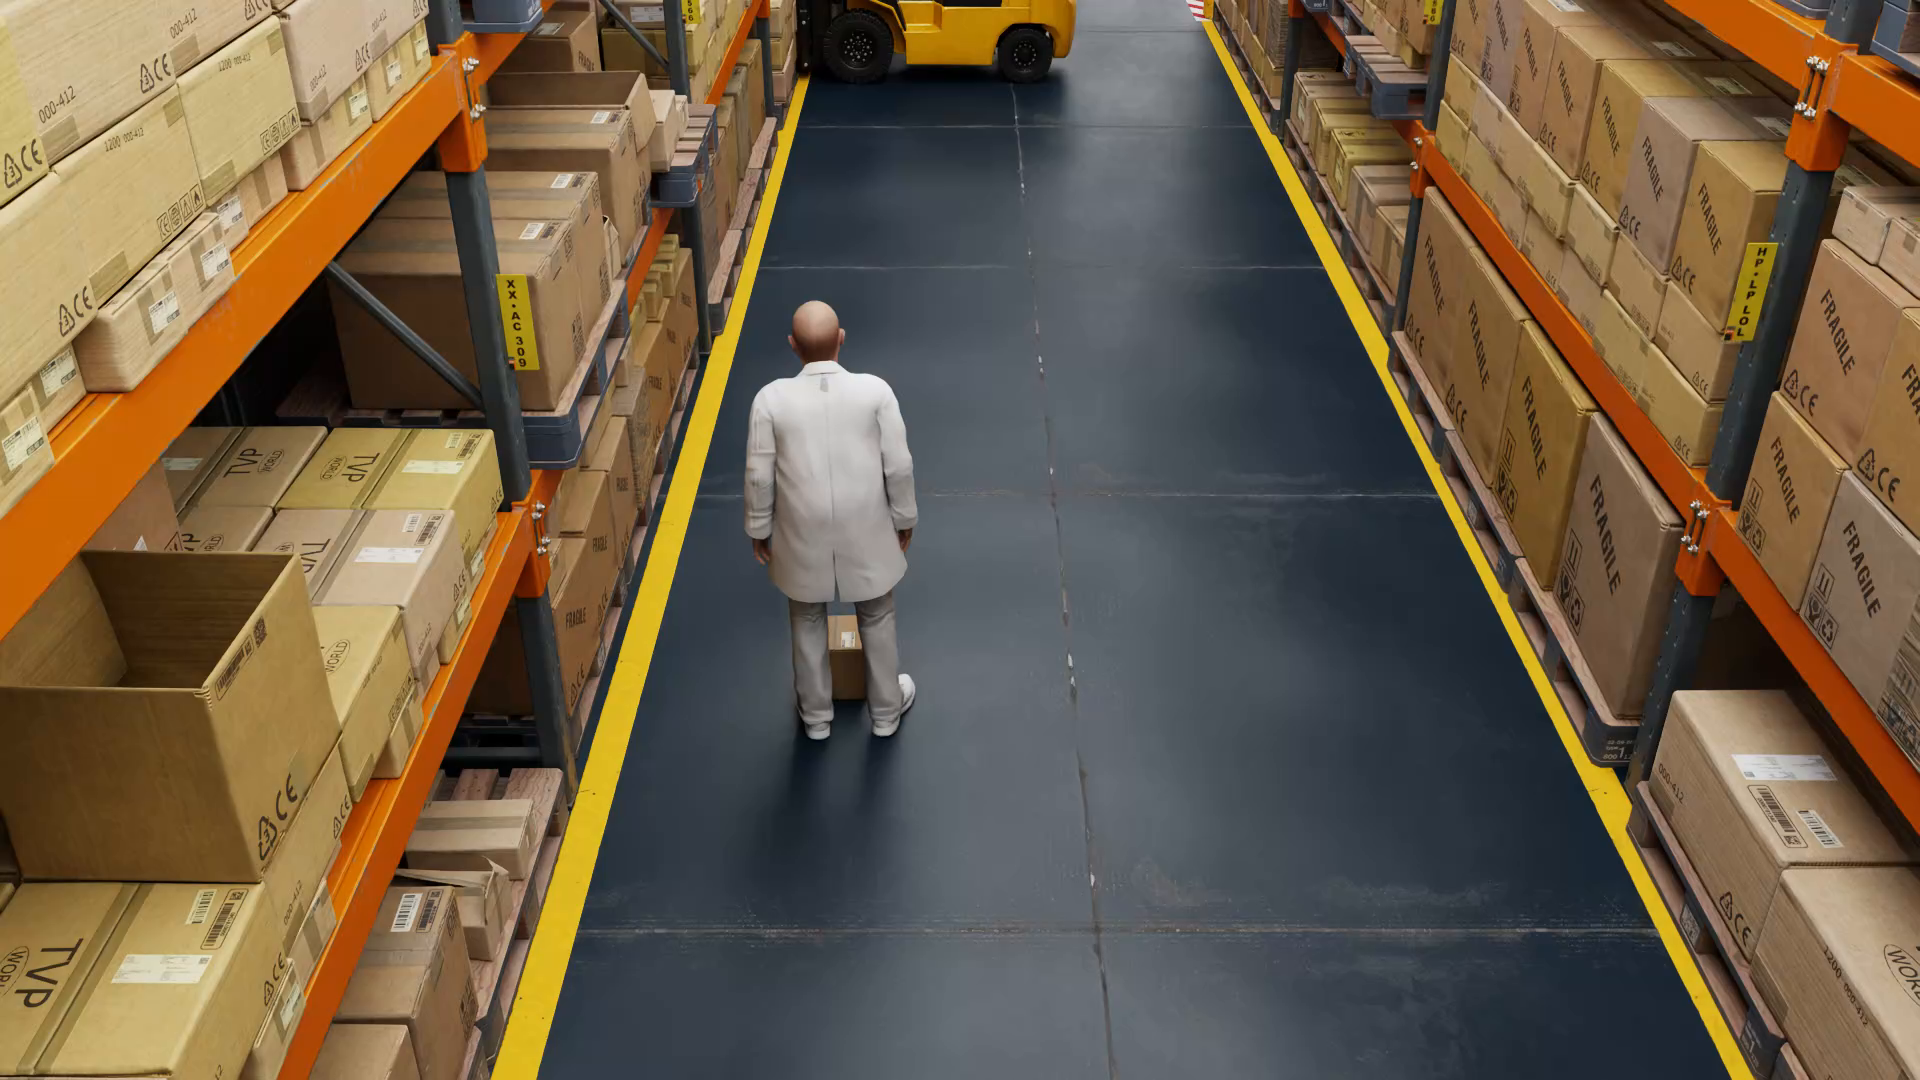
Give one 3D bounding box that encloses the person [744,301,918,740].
[{"bbox_3d":[-0.480,-0.046,6.226,0.649,1.772,0.433,-3,31,-4],"label":"person"}]
